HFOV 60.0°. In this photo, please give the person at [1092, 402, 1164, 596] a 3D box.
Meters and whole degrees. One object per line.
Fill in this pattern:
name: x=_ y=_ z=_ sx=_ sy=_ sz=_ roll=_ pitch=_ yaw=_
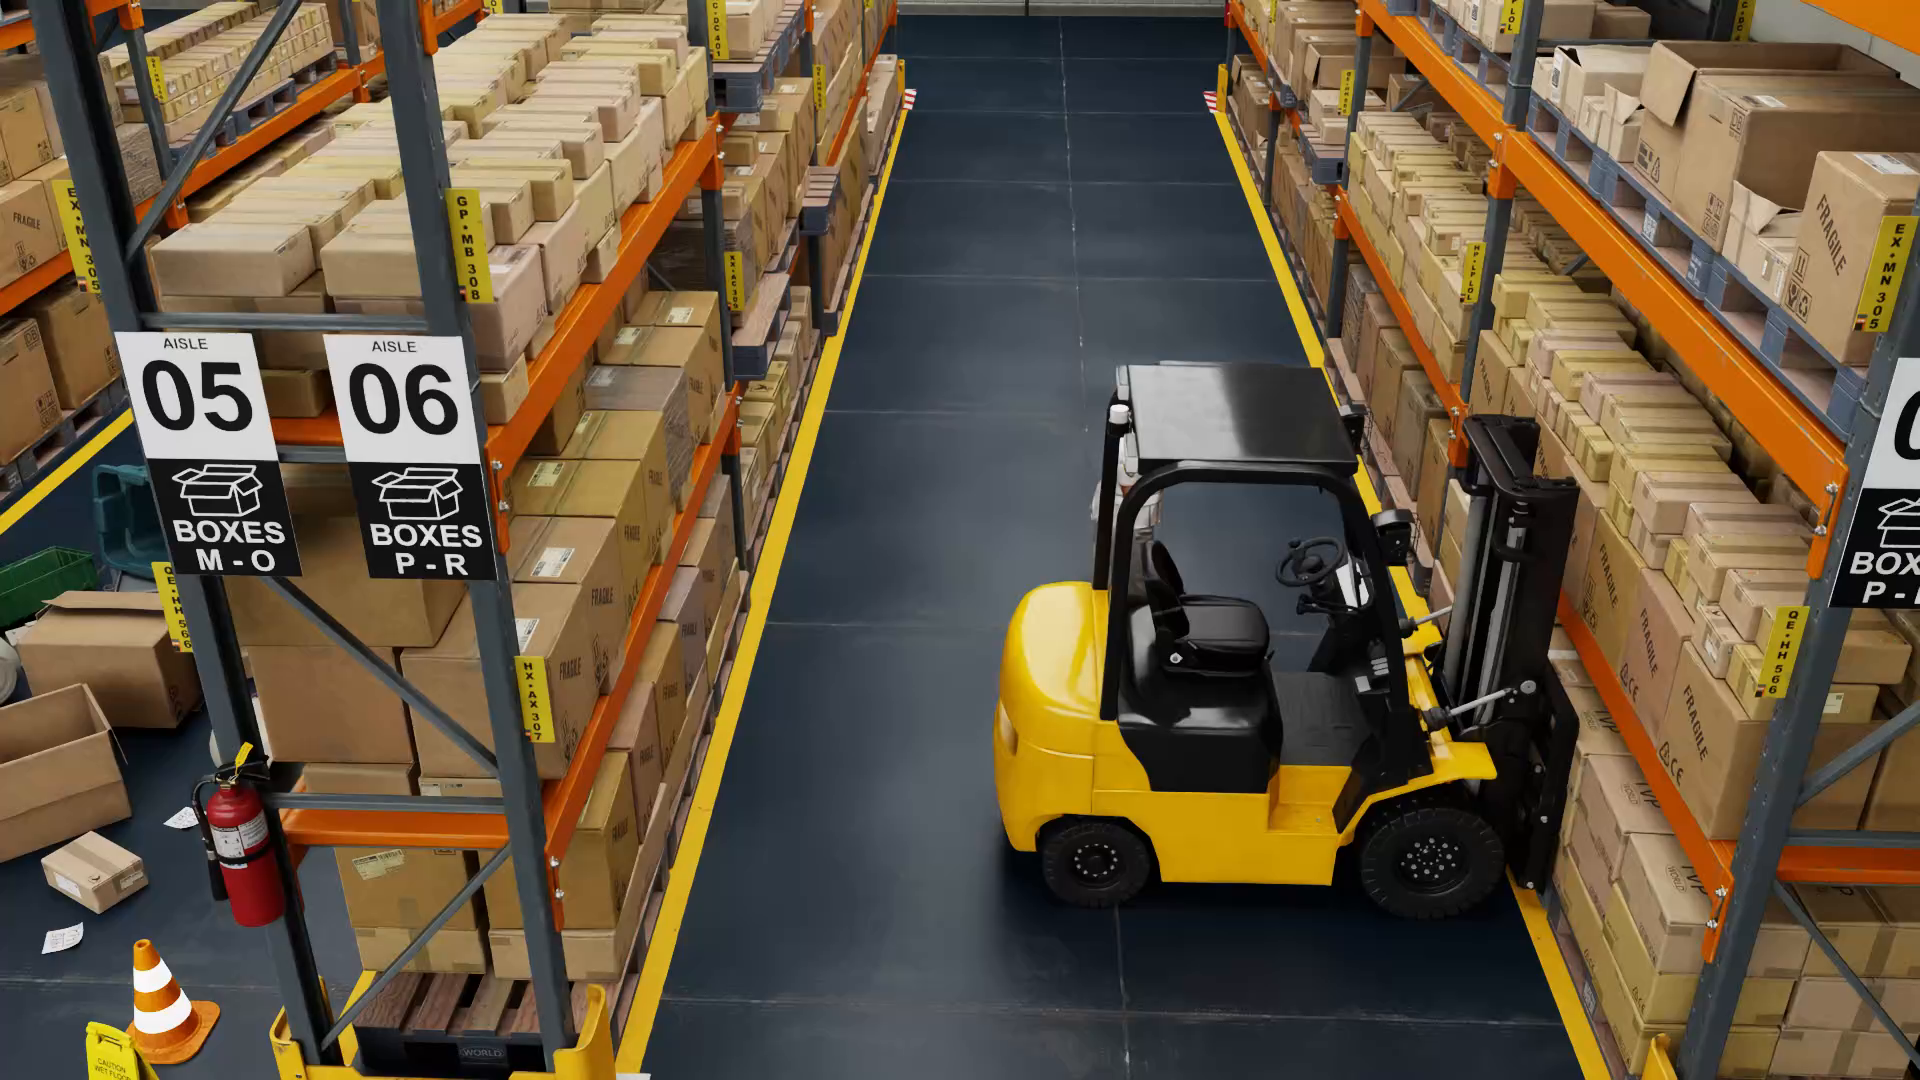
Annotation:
person: x=0.895 y=-0.107 z=8.861 sx=0.388 sy=1.637 sz=0.478 roll=2 pitch=28 yaw=3
